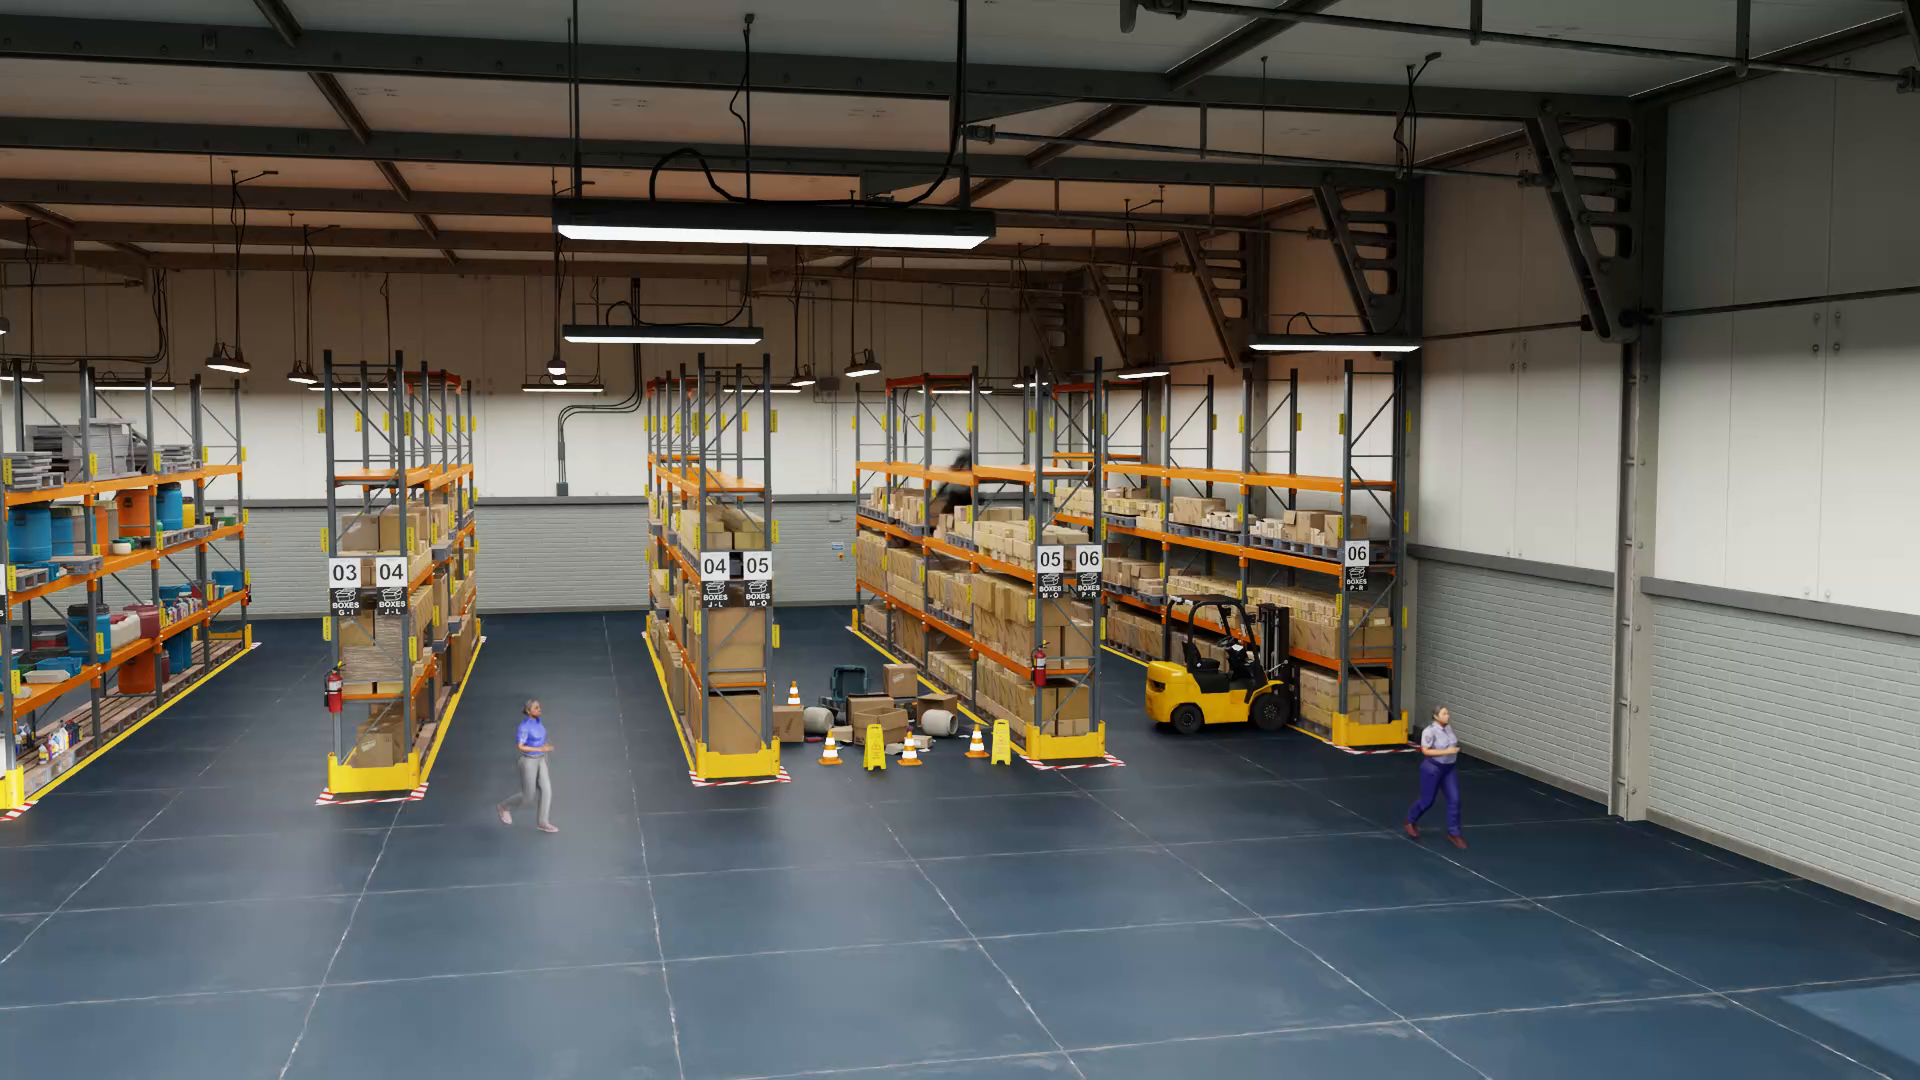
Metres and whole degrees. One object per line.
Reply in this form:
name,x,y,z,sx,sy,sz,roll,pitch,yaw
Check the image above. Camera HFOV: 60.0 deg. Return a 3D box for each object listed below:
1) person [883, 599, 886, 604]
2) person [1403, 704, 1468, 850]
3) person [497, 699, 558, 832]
person,-1.750,1.227,41.948,0.764,1.710,0.733,3,5,38
person,5.679,2.786,19.824,0.624,1.677,0.874,-2,5,-31
person,-5.294,2.758,20.424,0.806,1.628,0.578,1,4,18
